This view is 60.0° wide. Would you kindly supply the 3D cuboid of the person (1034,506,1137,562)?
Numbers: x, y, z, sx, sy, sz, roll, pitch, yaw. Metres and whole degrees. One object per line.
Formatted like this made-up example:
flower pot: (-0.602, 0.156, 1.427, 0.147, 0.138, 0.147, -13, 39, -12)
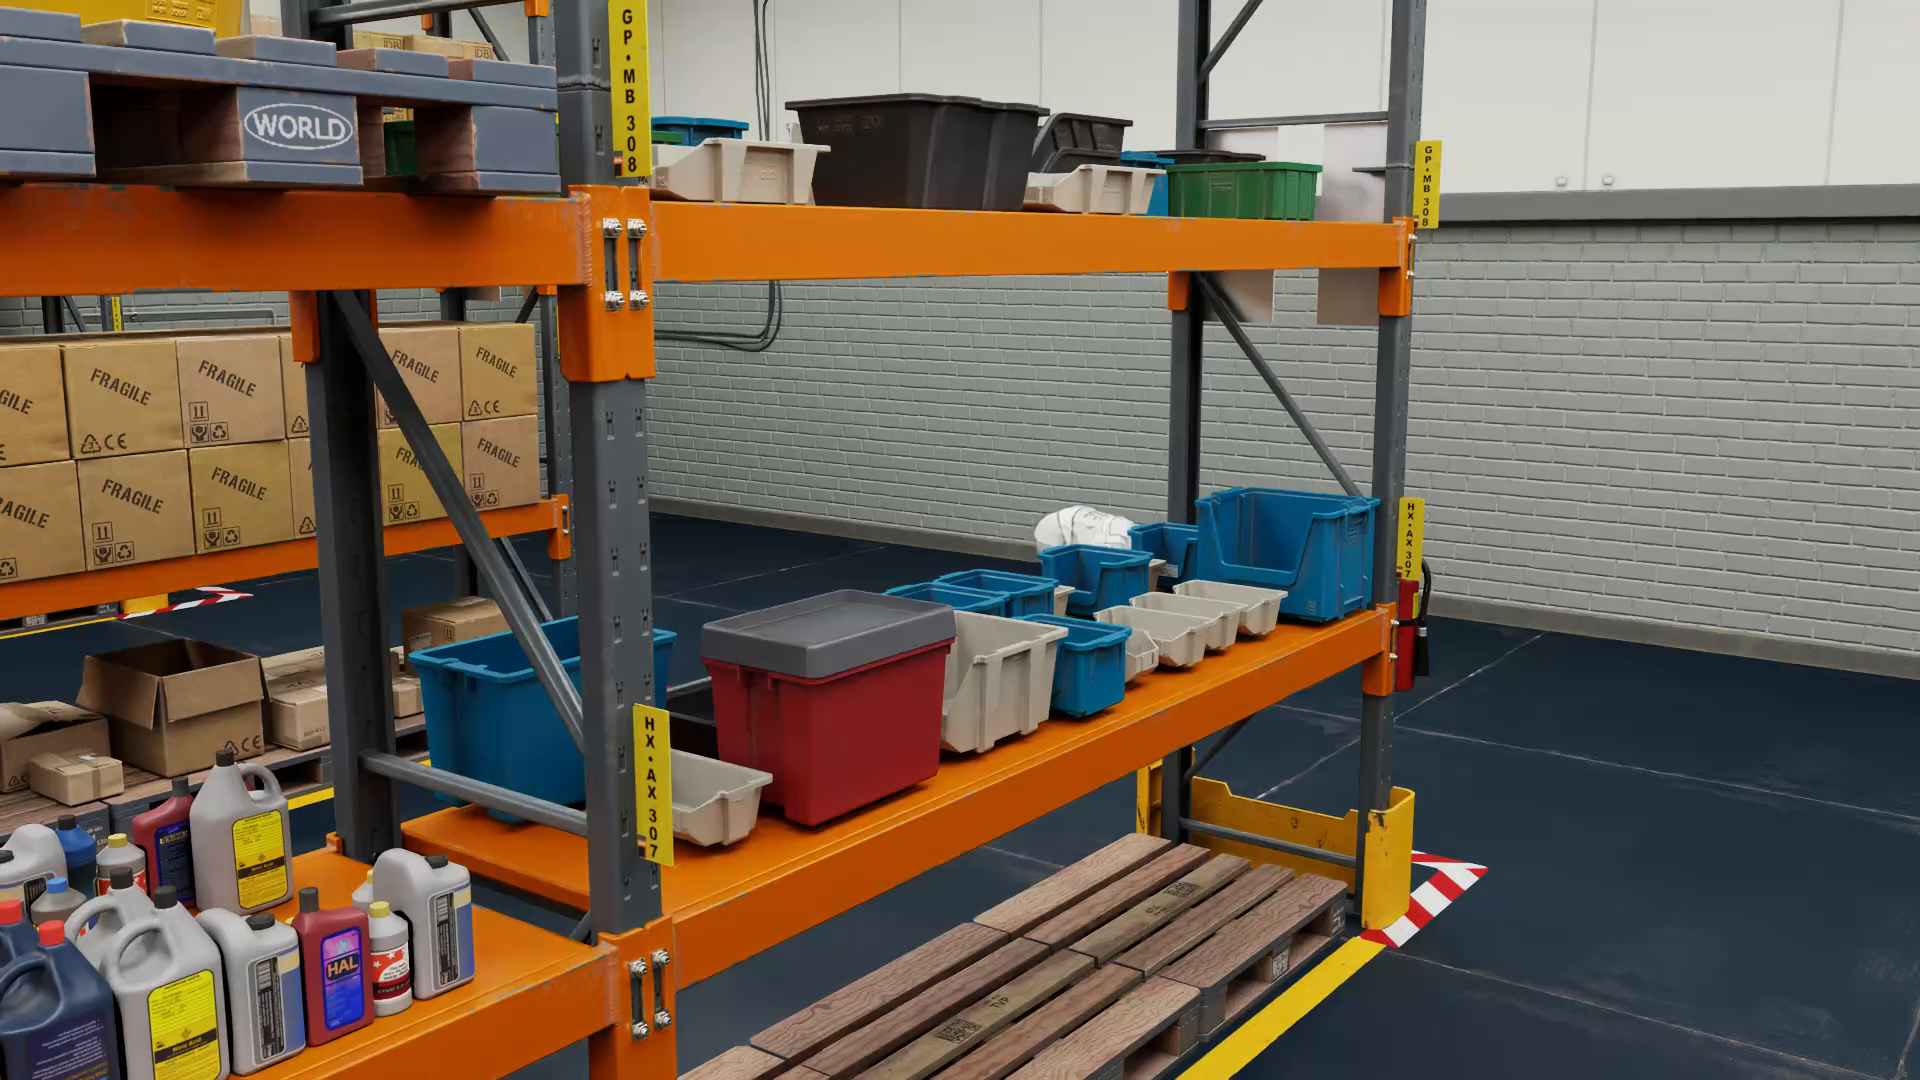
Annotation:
person: (0.949, 0.303, 11.027, 0.951, 1.026, 0.480, 7, 12, 33)
